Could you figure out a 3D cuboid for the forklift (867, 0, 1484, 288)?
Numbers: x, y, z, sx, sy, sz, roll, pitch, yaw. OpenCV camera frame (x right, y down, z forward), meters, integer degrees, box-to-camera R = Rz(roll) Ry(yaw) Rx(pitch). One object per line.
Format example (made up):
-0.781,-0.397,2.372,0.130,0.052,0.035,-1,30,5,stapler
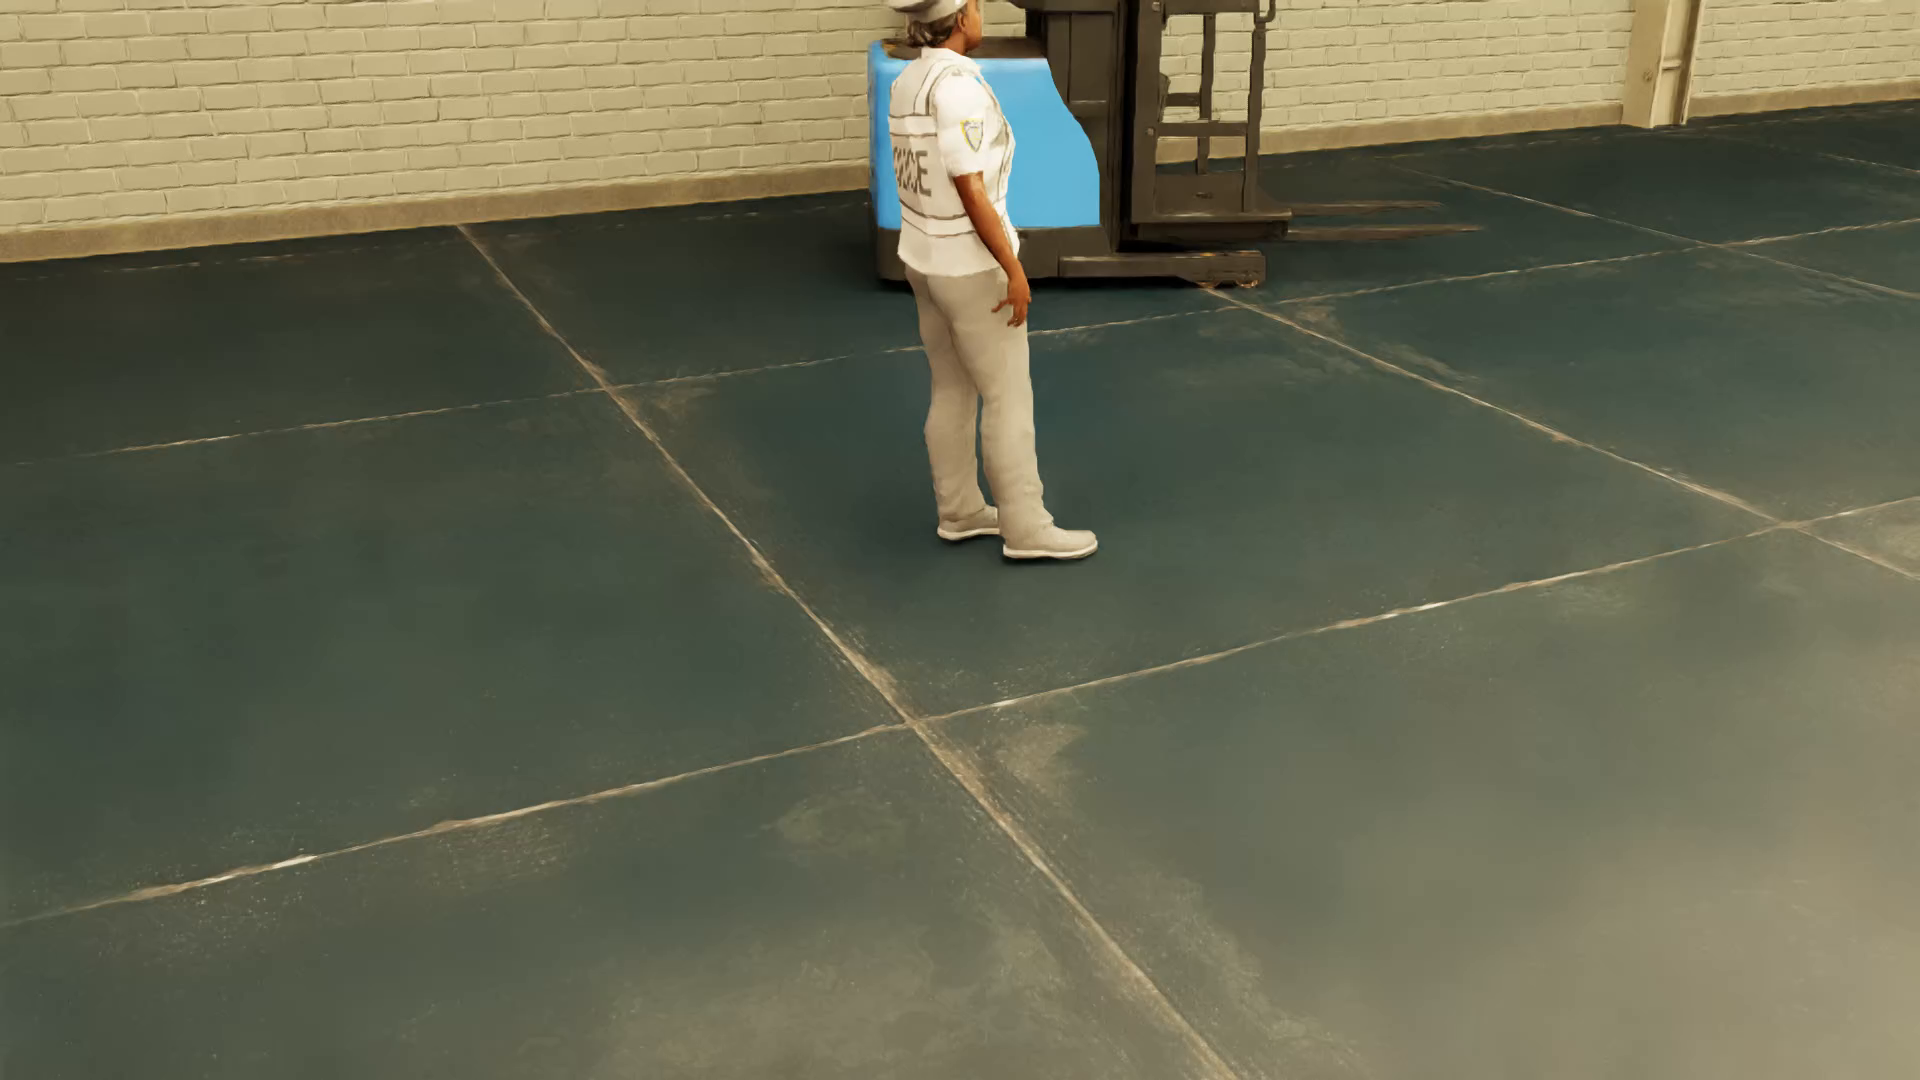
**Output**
1.067,-2.771,7.956,3.031,2.935,1.130,-2,23,-5,forklift

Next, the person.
0.076,-0.794,4.792,0.529,1.693,0.570,-10,25,-23,person
